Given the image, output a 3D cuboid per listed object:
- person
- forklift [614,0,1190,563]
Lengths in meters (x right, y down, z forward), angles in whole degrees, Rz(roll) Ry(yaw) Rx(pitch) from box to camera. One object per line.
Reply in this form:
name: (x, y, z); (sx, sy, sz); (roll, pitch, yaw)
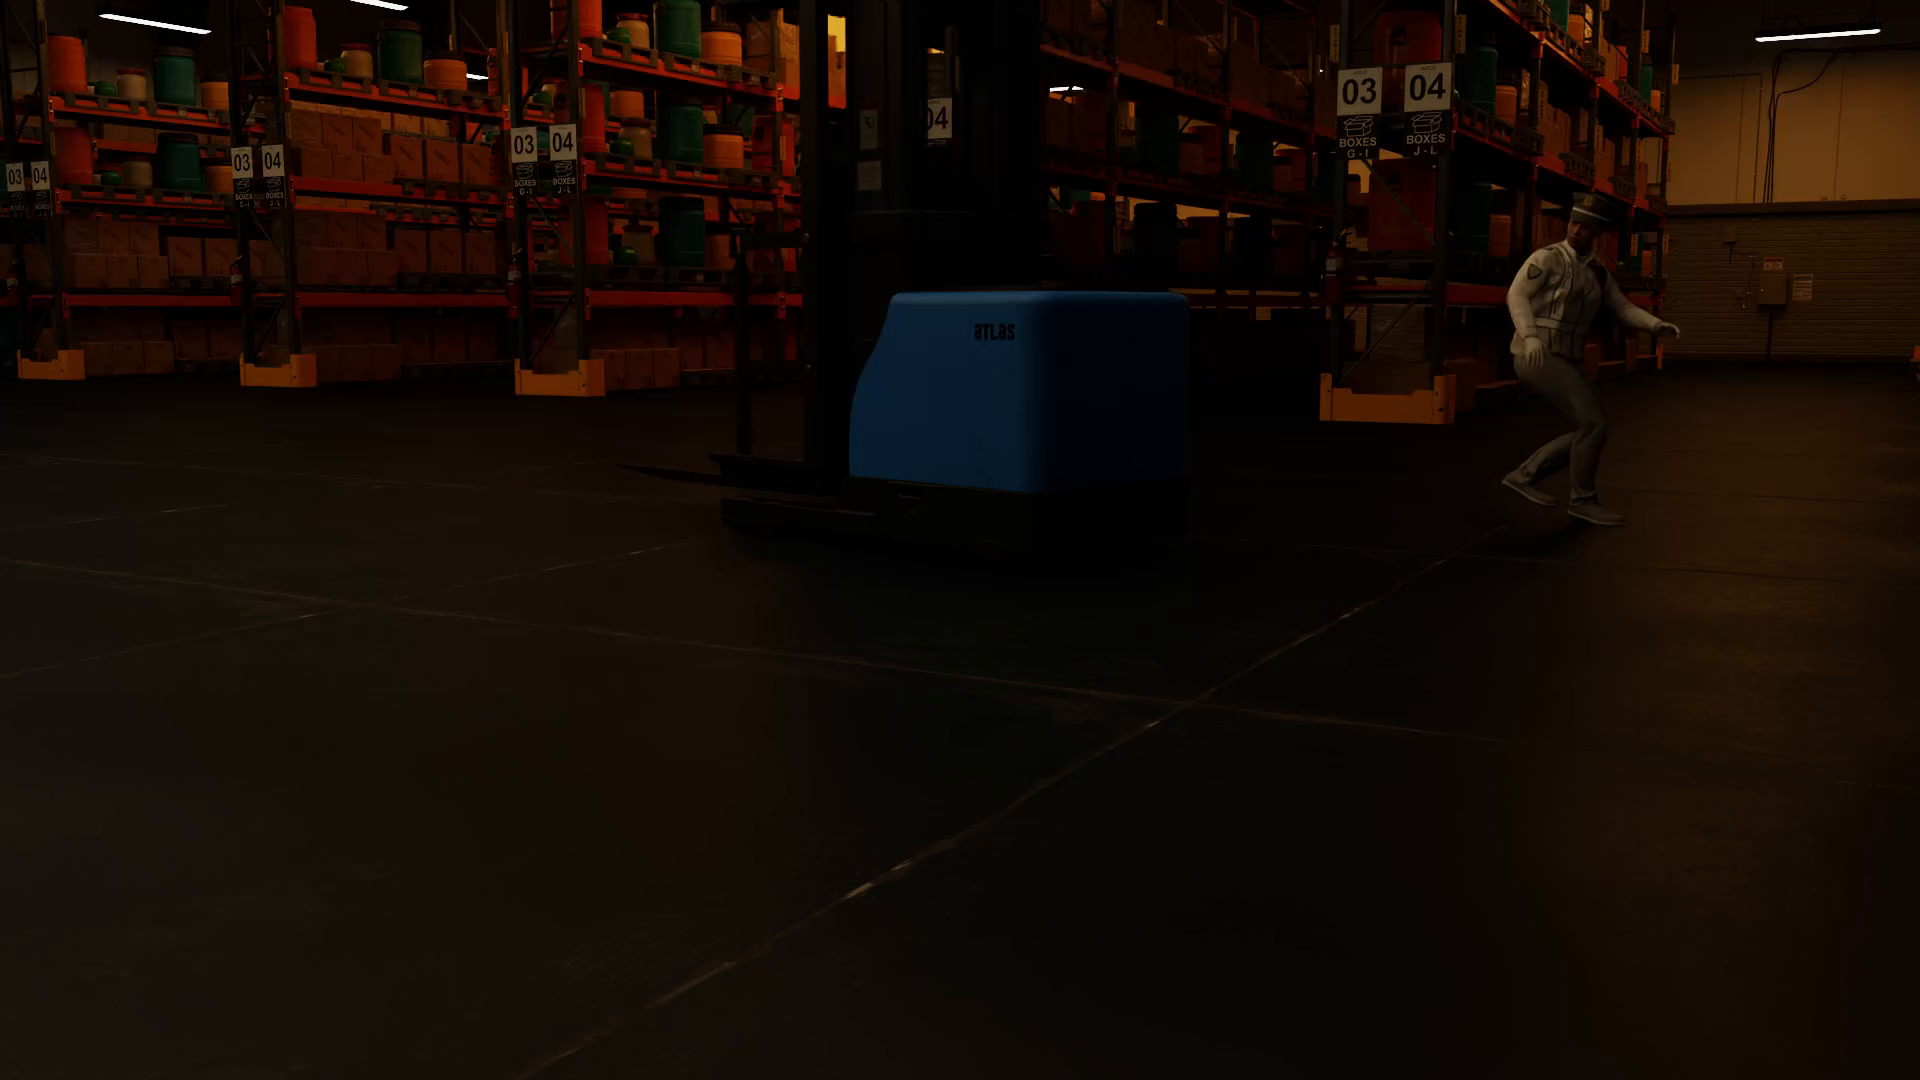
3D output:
person: (2.905, -0.846, 7.790); (0.807, 1.556, 0.785); (-7, 11, -43)
forklift: (-0.443, -1.509, 7.529); (3.031, 2.935, 1.130); (7, 11, 43)
